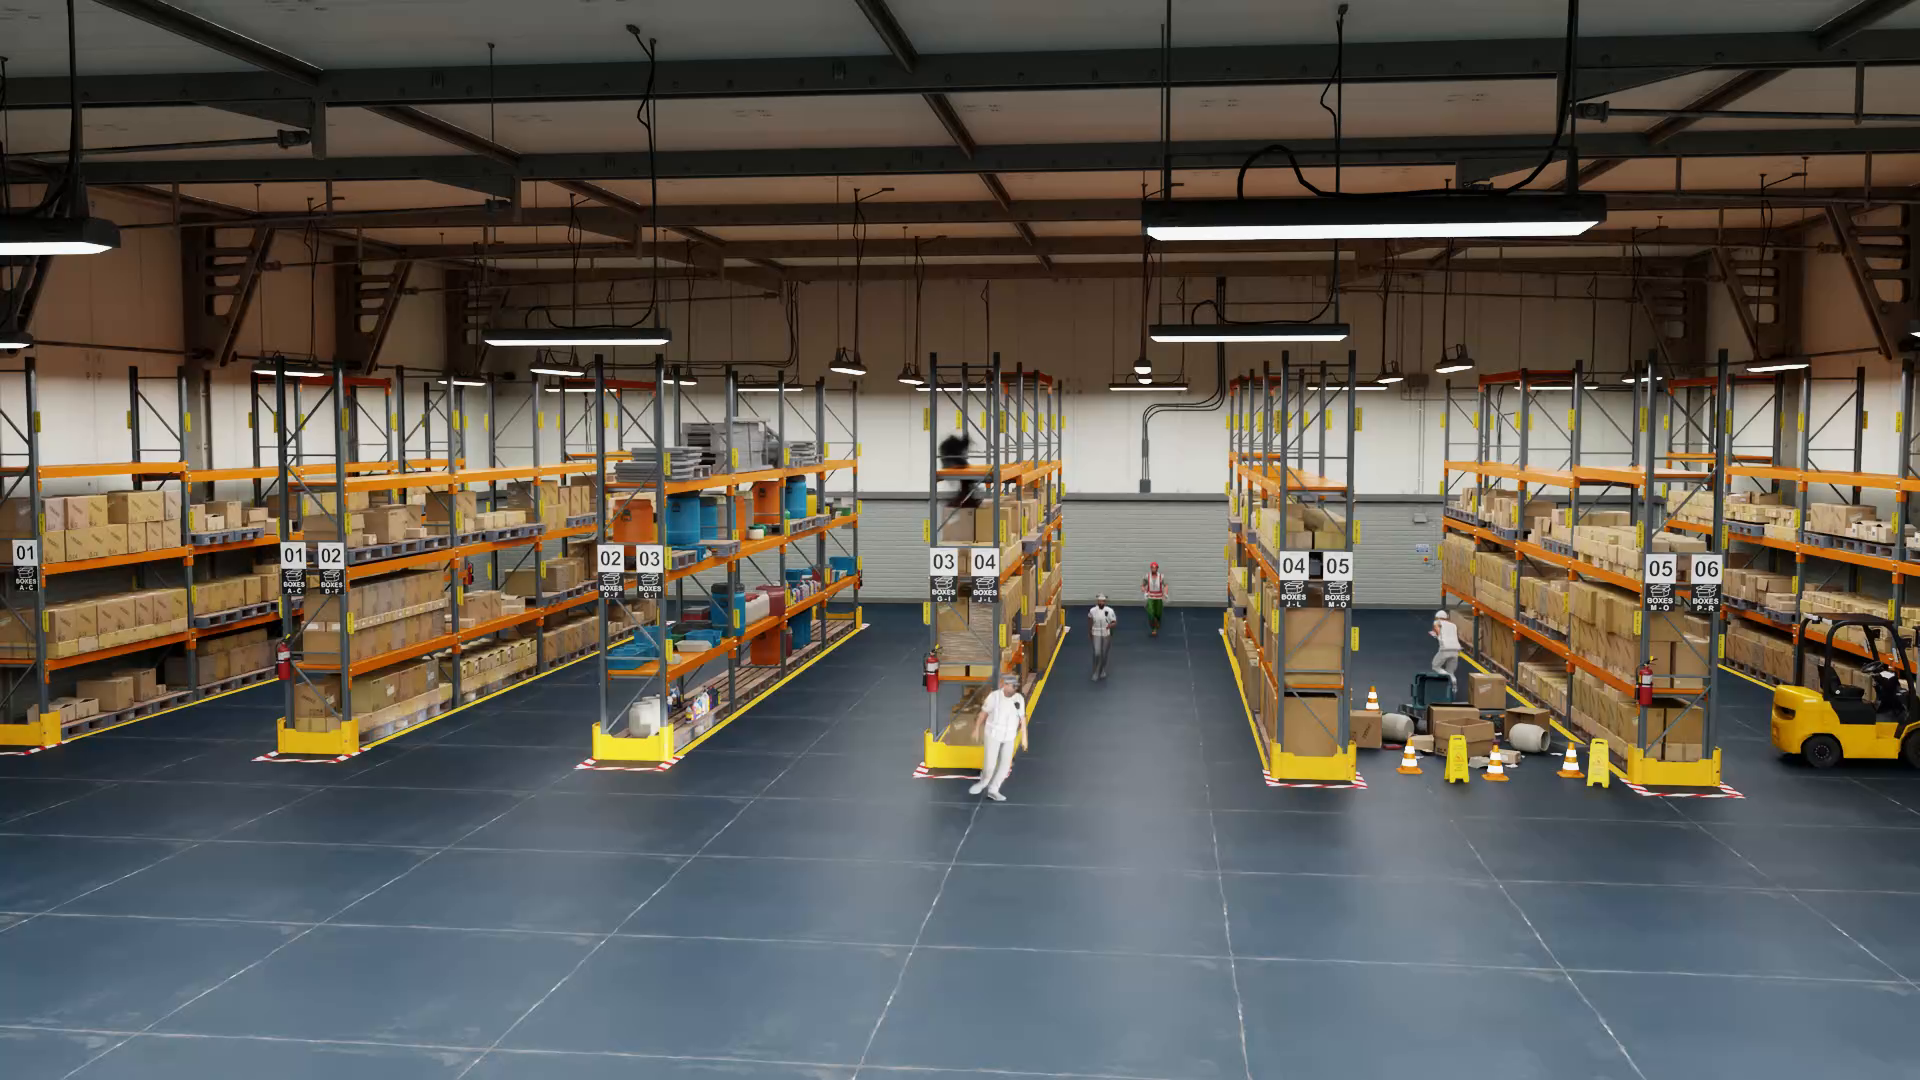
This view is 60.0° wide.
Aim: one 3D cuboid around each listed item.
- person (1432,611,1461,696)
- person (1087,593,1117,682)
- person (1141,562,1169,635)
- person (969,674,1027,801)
[{"bbox_3d":[8.945,2.078,30.634,0.662,1.484,0.980,-1,4,-13],"label":"person"},{"bbox_3d":[2.761,1.887,32.253,0.569,1.732,0.715,0,4,3],"label":"person"},{"bbox_3d":[4.581,1.374,39.132,0.654,1.728,0.634,0,4,7],"label":"person"},{"bbox_3d":[0.513,2.601,21.993,0.707,1.708,0.587,-1,4,-20],"label":"person"}]
